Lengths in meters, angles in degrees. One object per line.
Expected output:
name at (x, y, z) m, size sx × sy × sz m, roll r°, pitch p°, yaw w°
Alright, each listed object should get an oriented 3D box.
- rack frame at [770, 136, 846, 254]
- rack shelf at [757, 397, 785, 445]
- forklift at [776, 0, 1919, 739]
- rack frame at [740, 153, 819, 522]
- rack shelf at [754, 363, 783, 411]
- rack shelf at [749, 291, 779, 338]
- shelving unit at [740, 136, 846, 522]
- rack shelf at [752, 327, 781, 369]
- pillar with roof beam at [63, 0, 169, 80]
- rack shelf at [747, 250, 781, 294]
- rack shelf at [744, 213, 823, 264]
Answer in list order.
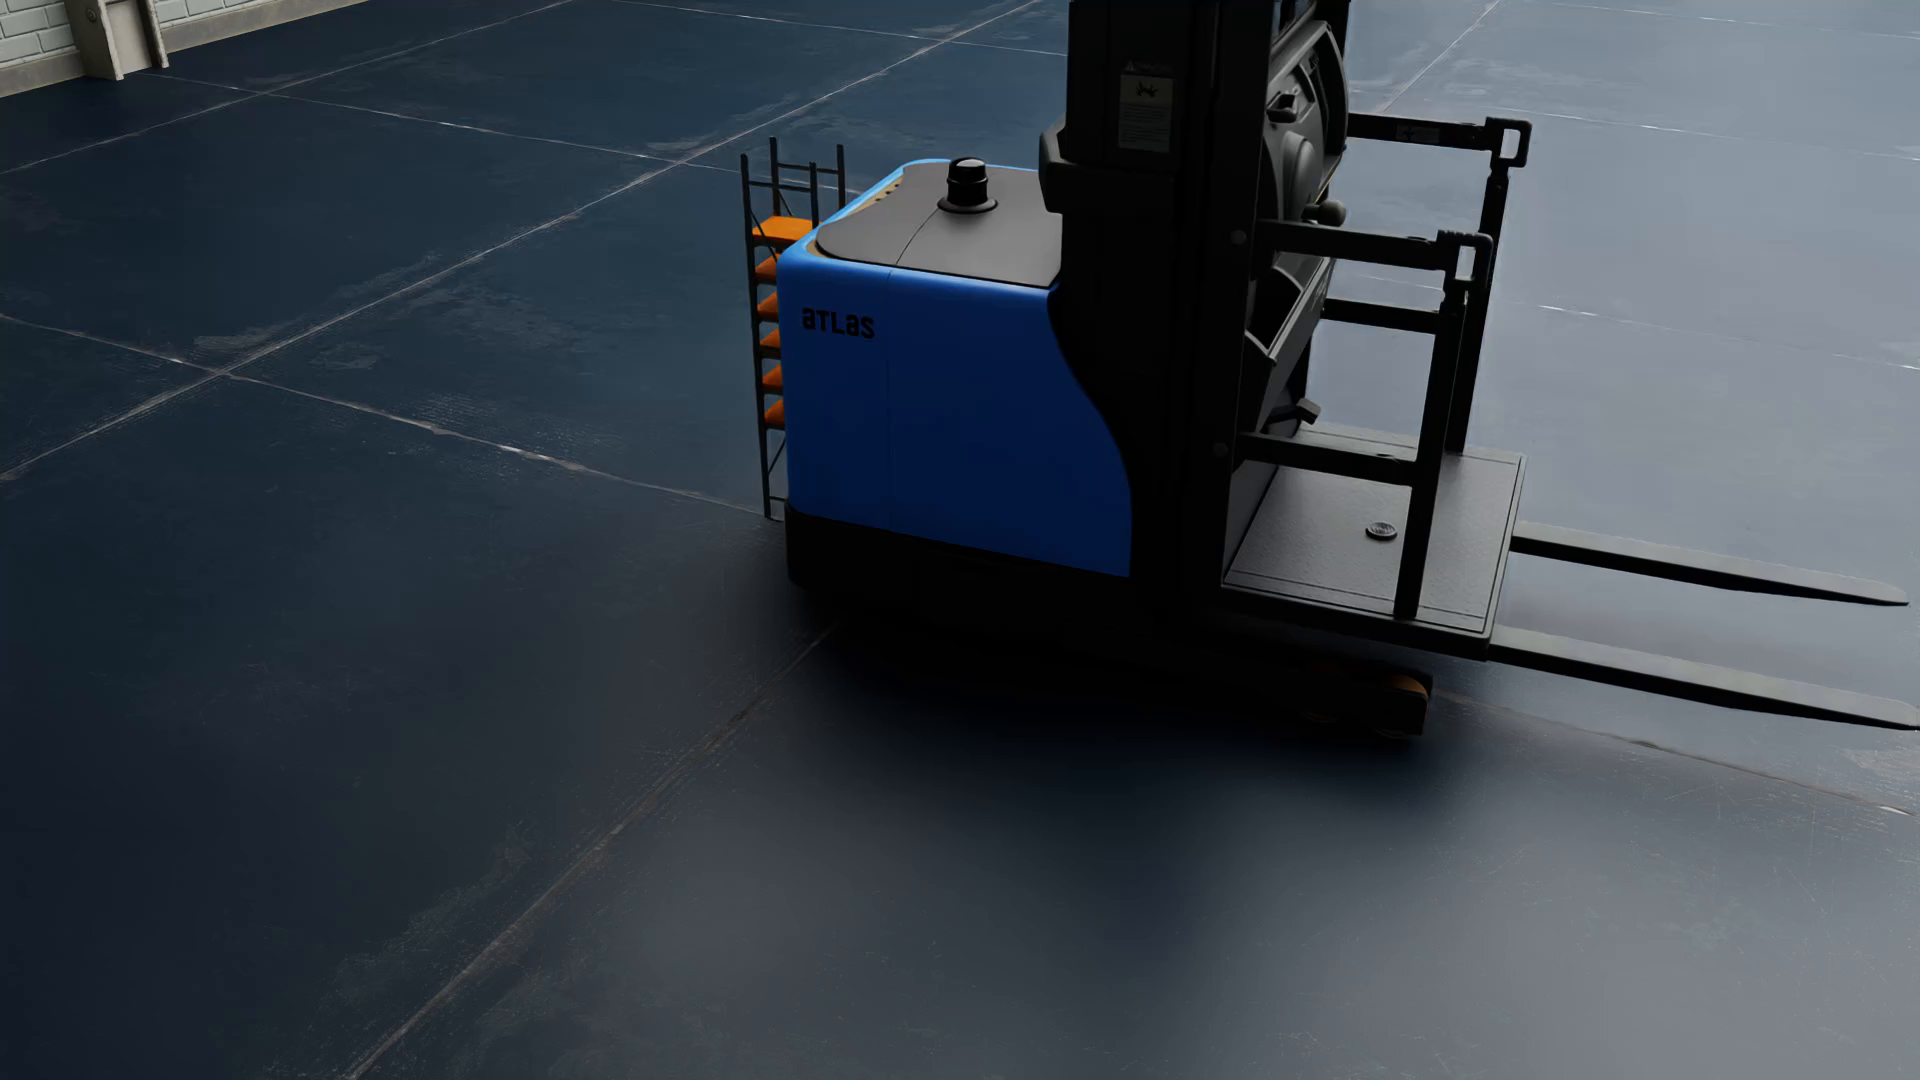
rack frame at (-0.451, -0.652, 5.180) m, size 0.240 × 1.200 × 0.006 m, roll 11°, pitch 32°, yaw 18°
rack shelf at (-0.484, -0.363, 5.248) m, size 0.258 × 0.103 × 0.180 m, roll 11°, pitch 32°, yaw 18°
forklift at (1.060, -1.052, 4.139) m, size 3.031 × 2.935 × 1.130 m, roll 11°, pitch 32°, yaw 18°
rack frame at (-0.517, -0.567, 5.032) m, size 0.240 × 1.200 × 0.006 m, roll 11°, pitch 32°, yaw 18°
rack shelf at (-0.484, -0.467, 5.188) m, size 0.258 × 0.103 × 0.180 m, roll 11°, pitch 32°, yaw 18°
rack shelf at (-0.484, -0.675, 5.069) m, size 0.258 × 0.103 × 0.180 m, roll 11°, pitch 32°, yaw 18°
shelving unit at (-0.484, -0.609, 5.106) m, size 0.258 × 1.200 × 0.189 m, roll 11°, pitch 32°, yaw 18°
rack shelf at (-0.484, -0.571, 5.128) m, size 0.258 × 0.103 × 0.180 m, roll 11°, pitch 32°, yaw 18°
pillar with roof beam at (-1.348, -5.845, 6.392) m, size 9.100 × 9.000 × 0.400 m, roll 14°, pitch 33°, yaw 23°
rack shelf at (-0.484, -0.779, 5.009) m, size 0.258 × 0.103 × 0.180 m, roll 11°, pitch 32°, yaw 18°
rack shelf at (-0.484, -0.883, 4.949) m, size 0.258 × 0.103 × 0.180 m, roll 11°, pitch 32°, yaw 18°
